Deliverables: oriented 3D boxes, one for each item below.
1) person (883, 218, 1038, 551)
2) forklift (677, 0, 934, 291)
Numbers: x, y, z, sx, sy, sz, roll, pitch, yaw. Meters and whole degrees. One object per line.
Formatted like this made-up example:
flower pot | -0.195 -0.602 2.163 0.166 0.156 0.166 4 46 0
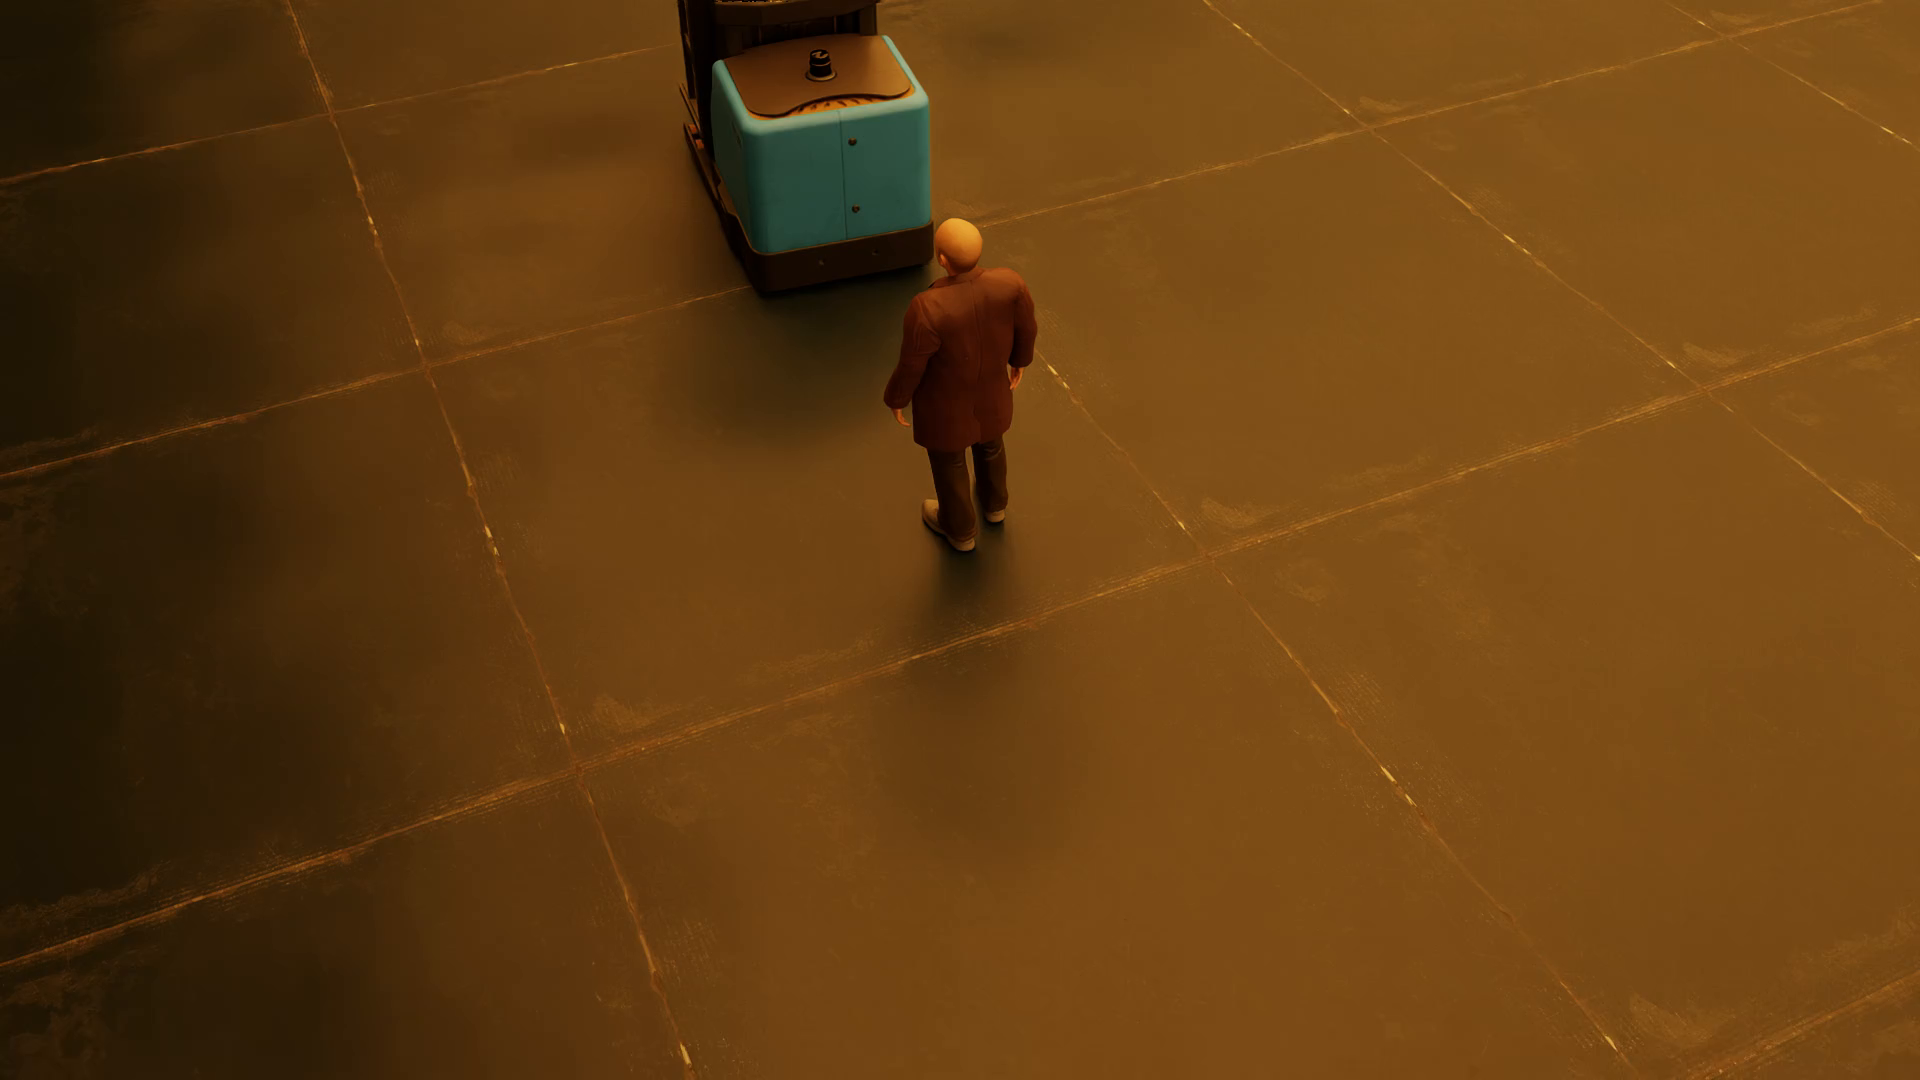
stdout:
person | -0.035 -0.713 7.279 0.698 1.777 0.579 -18 46 -18
forklift | -1.092 -3.467 9.395 1.130 2.935 3.031 -13 45 -13
